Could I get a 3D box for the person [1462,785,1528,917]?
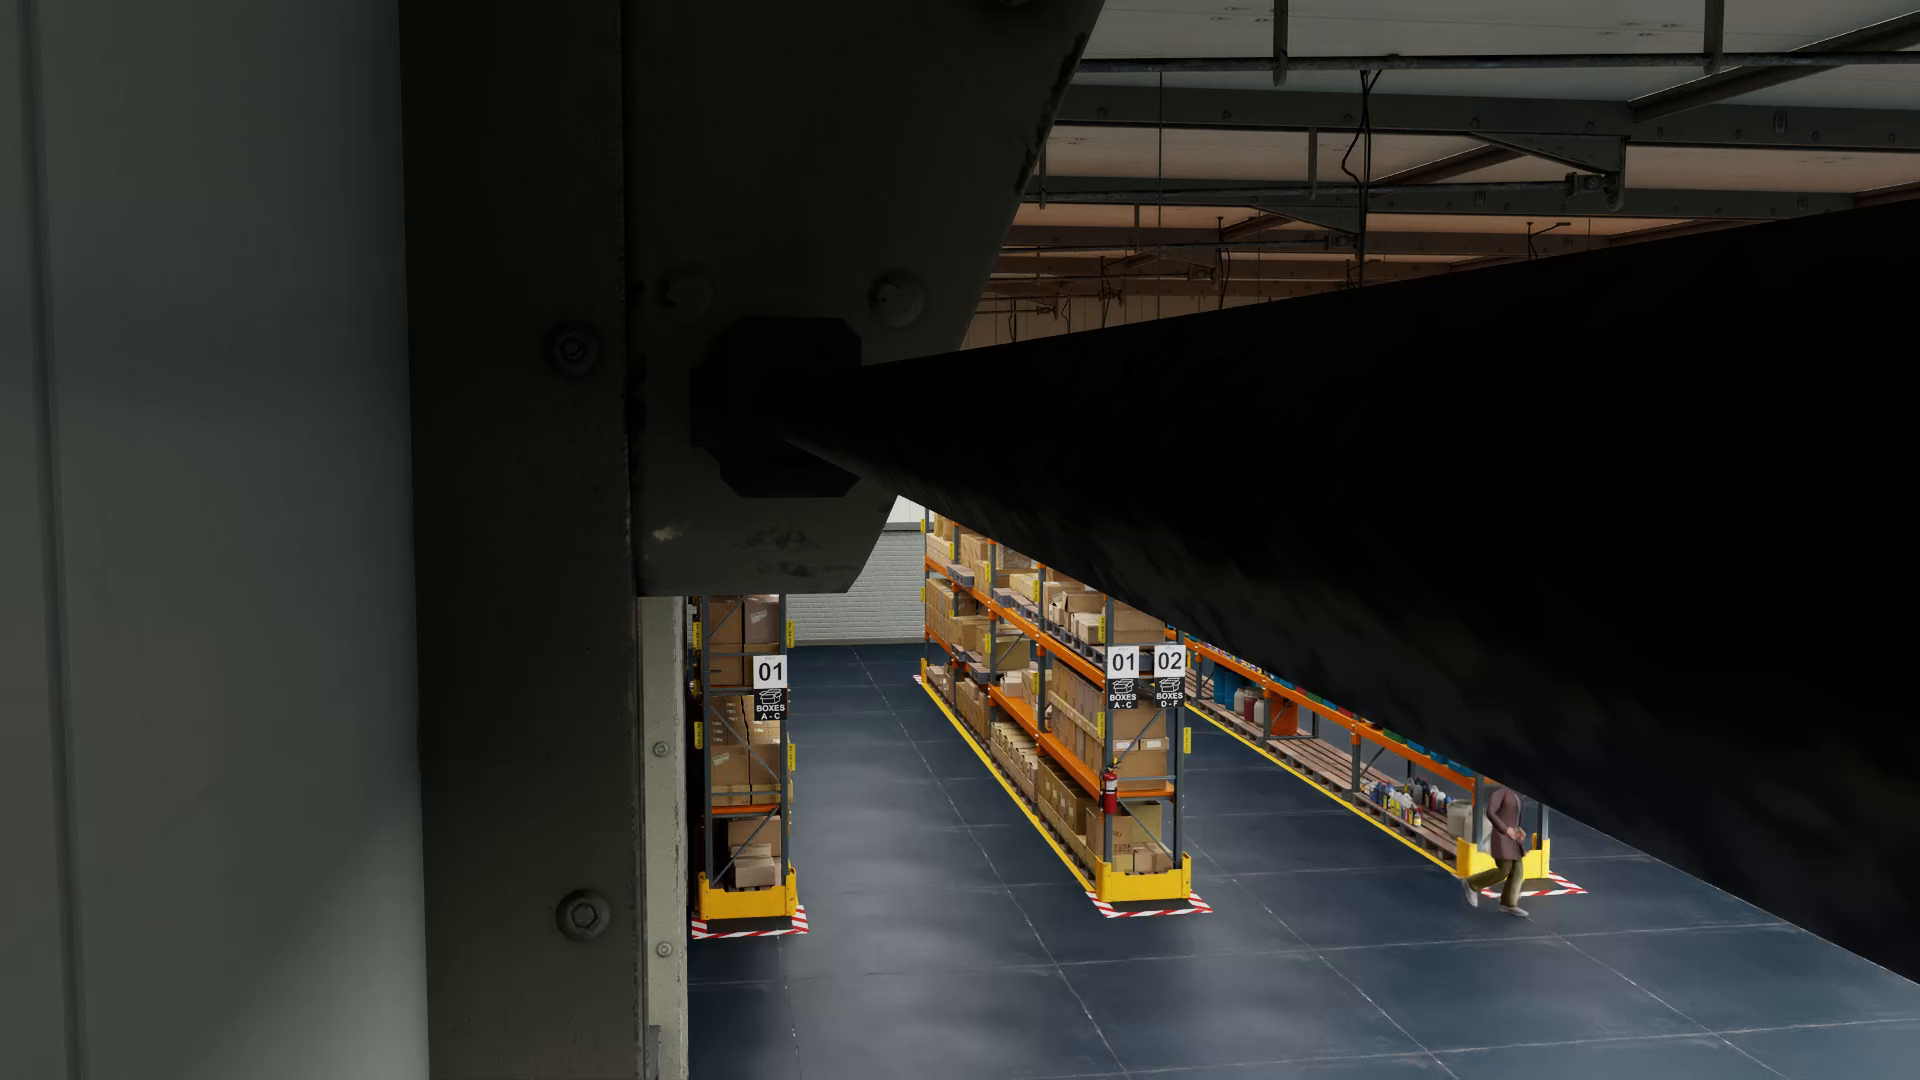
[{"bbox_3d":[6.683,3.668,20.463,0.810,1.743,0.771,4,6,37],"label":"person"}]
